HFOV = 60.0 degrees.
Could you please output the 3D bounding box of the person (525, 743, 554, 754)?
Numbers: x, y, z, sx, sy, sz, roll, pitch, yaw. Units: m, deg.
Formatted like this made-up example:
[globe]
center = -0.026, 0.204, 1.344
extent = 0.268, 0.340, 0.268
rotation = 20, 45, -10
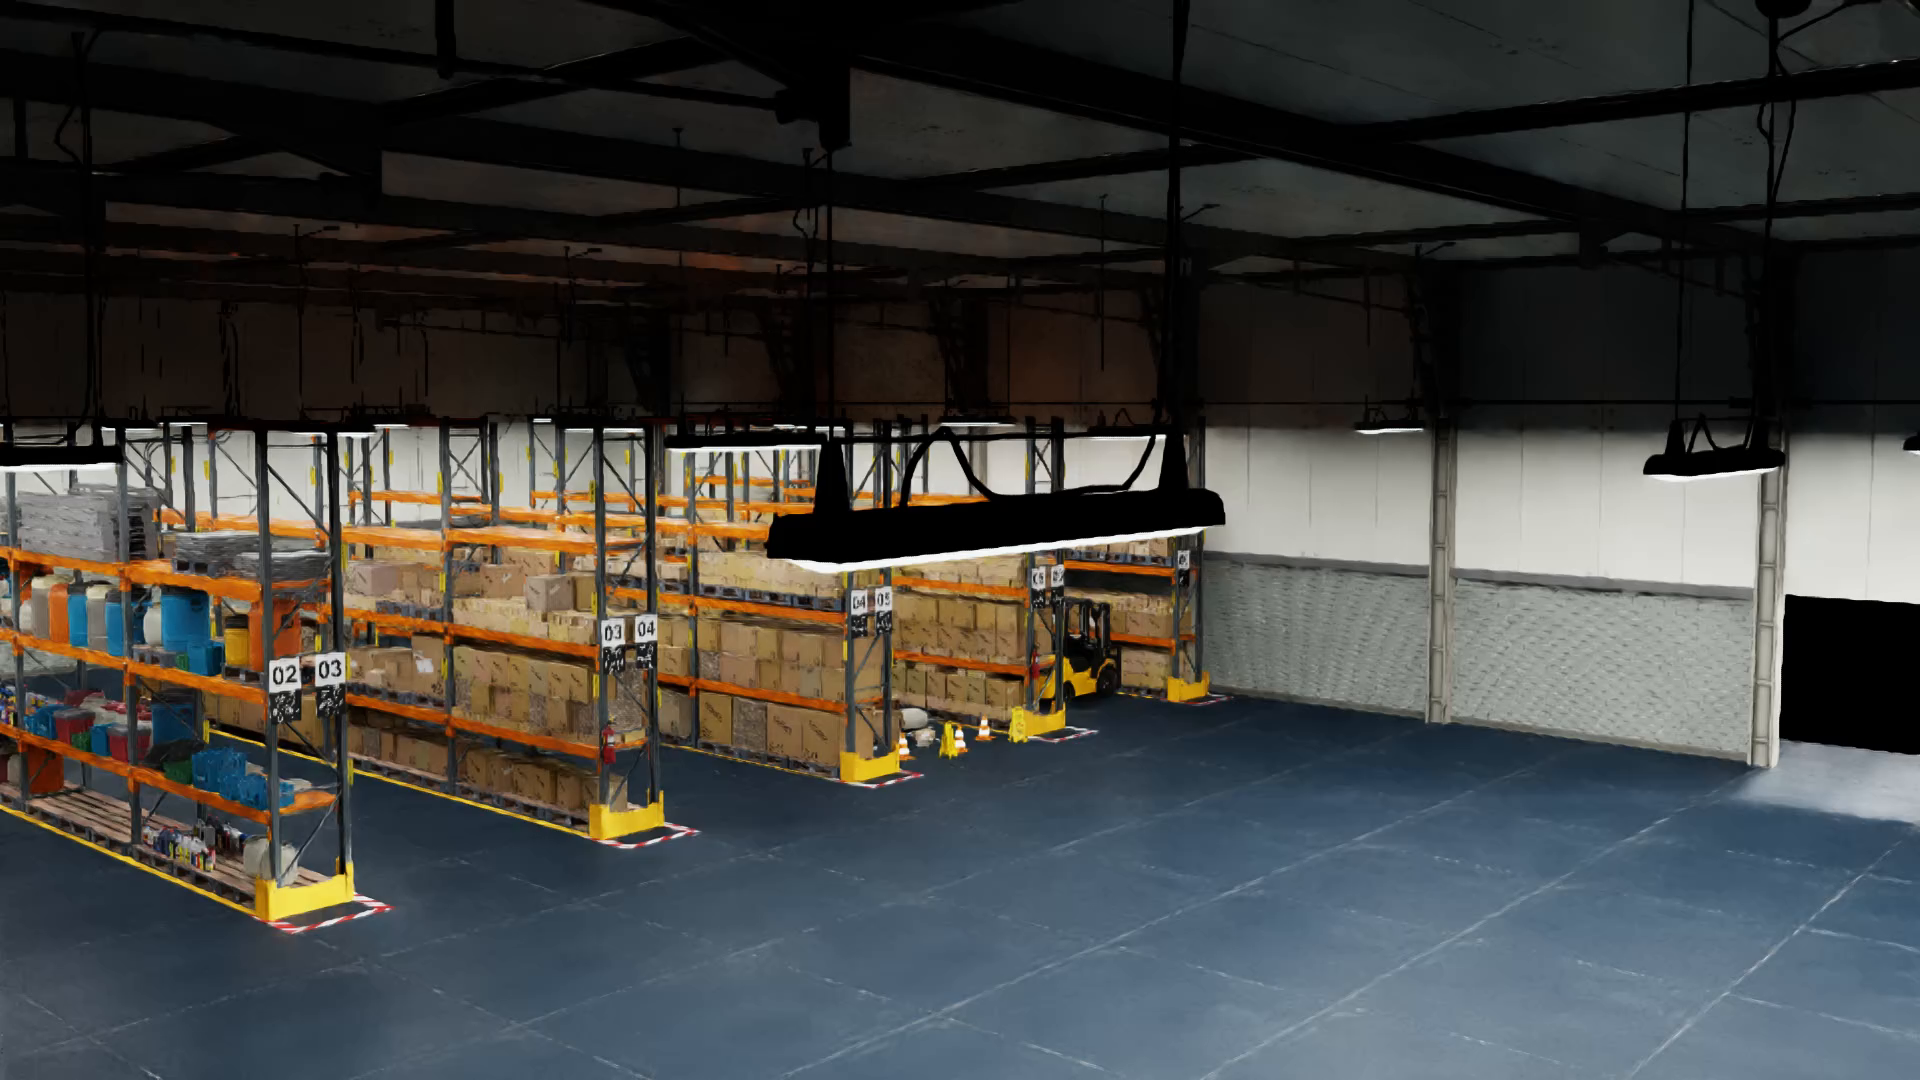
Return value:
[person]
center = -7.607, 3.000, 29.963
extent = 0.578, 1.673, 0.463
rotation = 1, 5, 13
